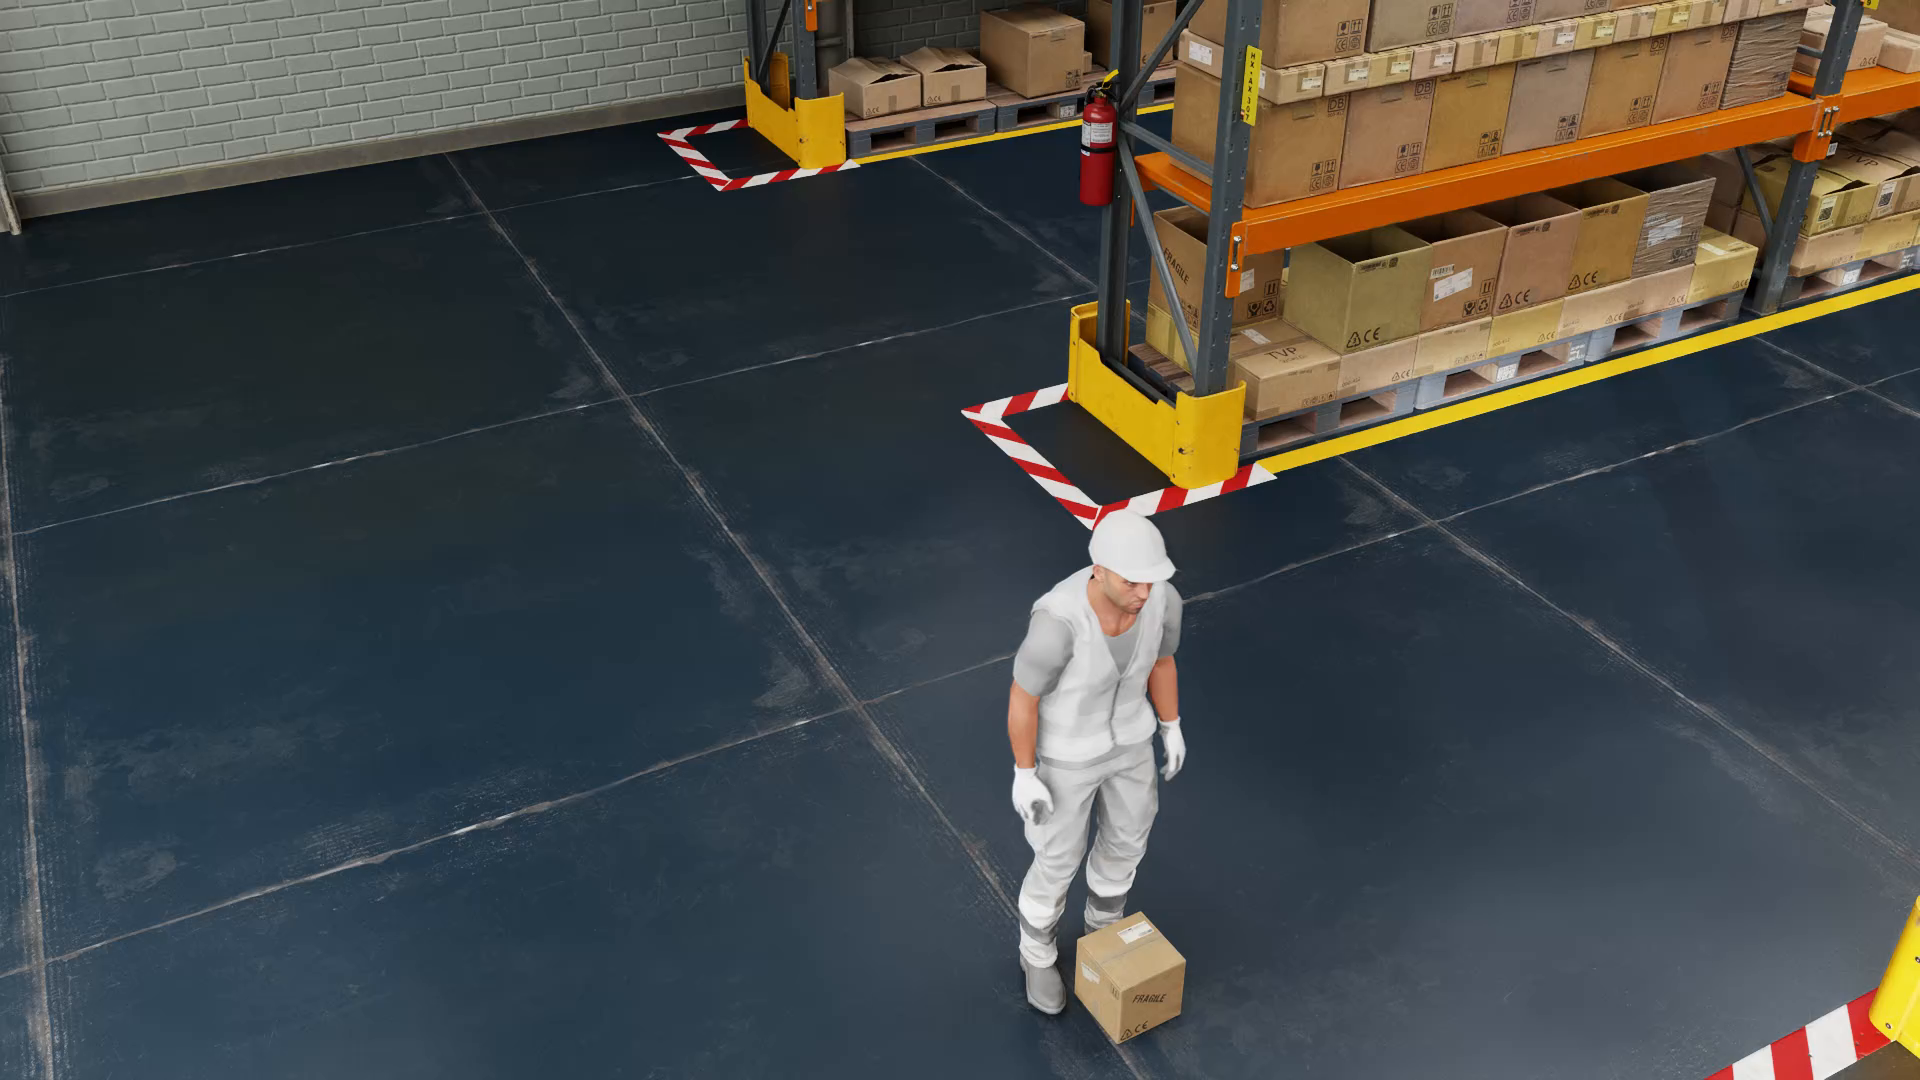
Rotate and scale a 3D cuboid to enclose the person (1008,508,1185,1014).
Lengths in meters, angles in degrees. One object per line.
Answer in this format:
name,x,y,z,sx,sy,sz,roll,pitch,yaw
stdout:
person,0.423,0.659,5.100,0.609,1.779,0.449,-16,36,-23
